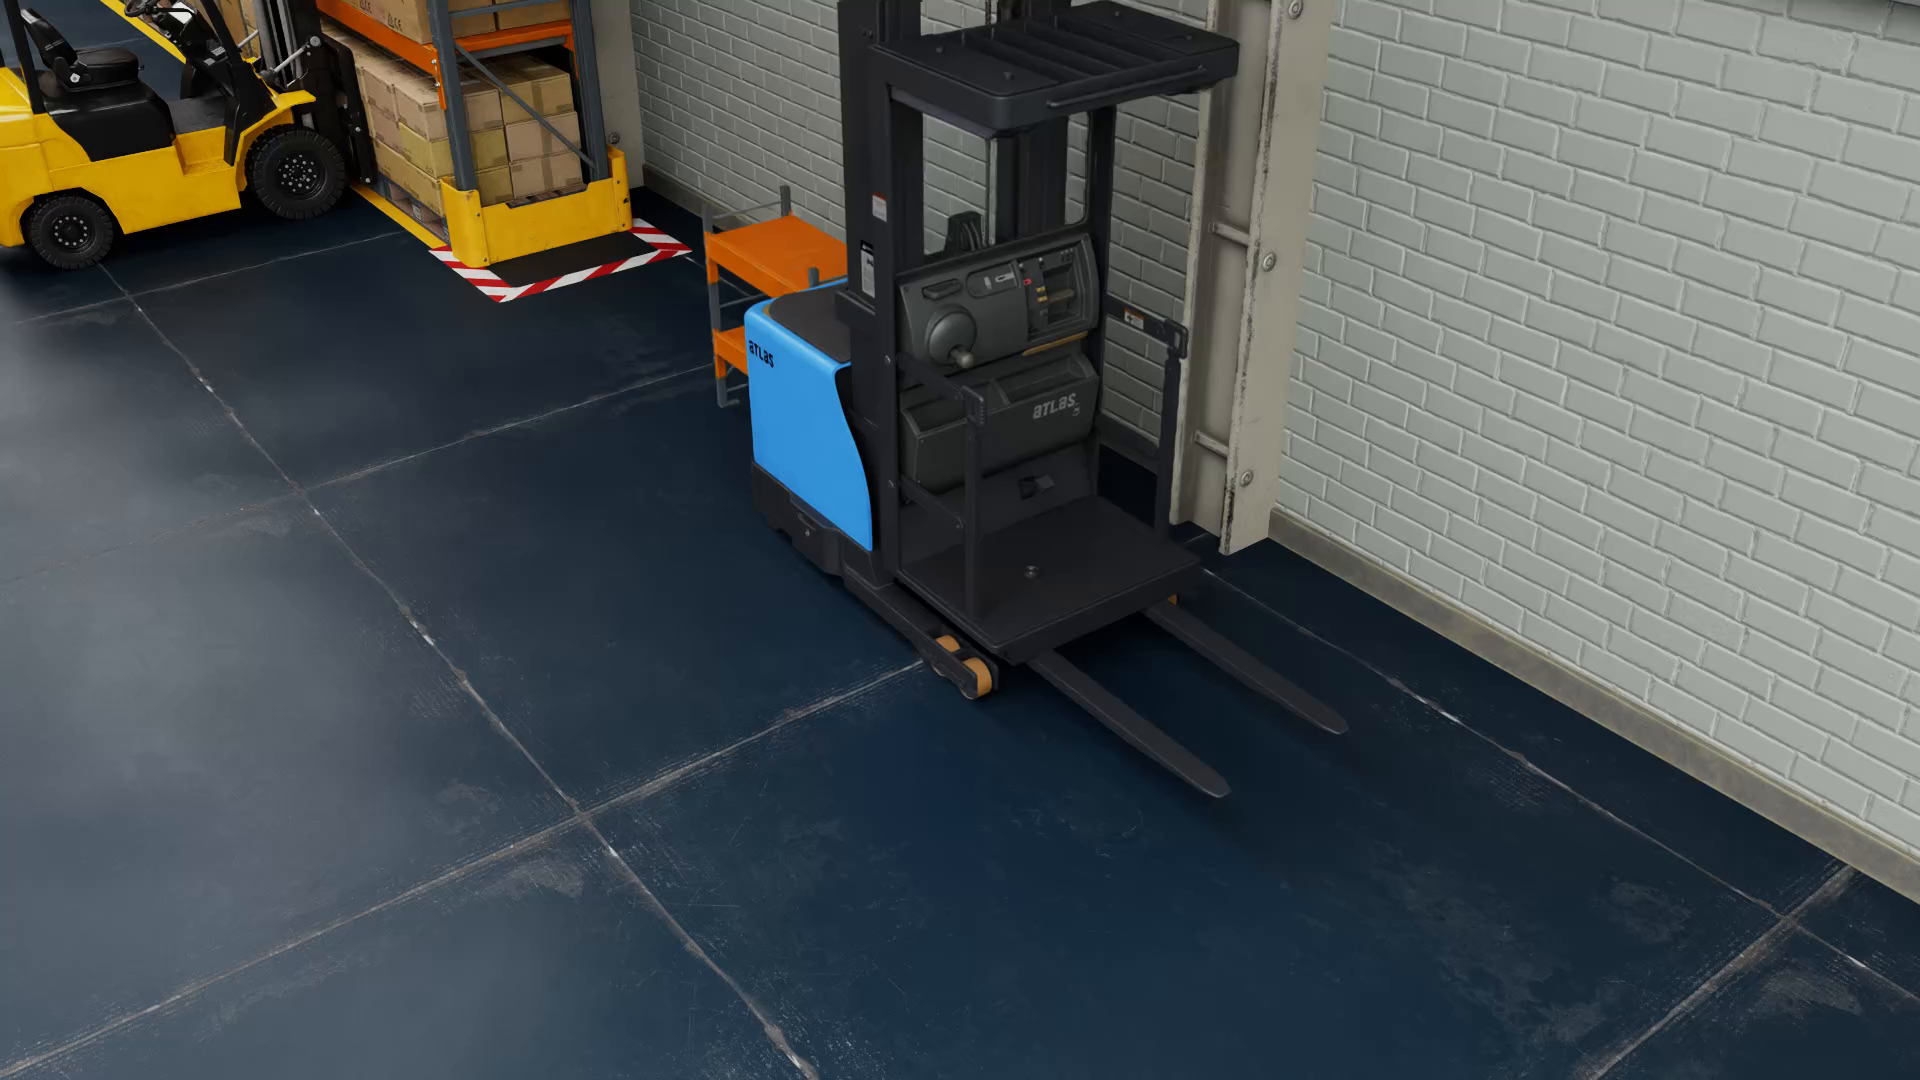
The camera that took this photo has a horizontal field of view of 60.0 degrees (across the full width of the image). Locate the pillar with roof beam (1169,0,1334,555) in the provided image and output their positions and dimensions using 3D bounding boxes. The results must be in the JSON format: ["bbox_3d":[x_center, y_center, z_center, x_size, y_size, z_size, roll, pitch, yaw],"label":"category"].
[{"bbox_3d":[-2.178,-2.489,3.229,9.100,9.000,0.400,-22,38,-31],"label":"pillar with roof beam"}]

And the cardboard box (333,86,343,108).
[{"bbox_3d":[-4.223,-3.207,11.805,0.500,0.250,0.500,-22,38,-32],"label":"cardboard box"}]

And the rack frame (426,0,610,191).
[{"bbox_3d":[-2.742,-3.252,10.144,1.000,3.000,0.127,-22,38,-31],"label":"rack frame"}]

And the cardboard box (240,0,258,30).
[{"bbox_3d":[-5.146,-4.051,12.690,0.500,0.250,0.500,-23,39,-32],"label":"cardboard box"}]

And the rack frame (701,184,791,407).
[{"bbox_3d":[-1.085,-1.271,8.730,0.500,1.125,0.032,-21,38,-30],"label":"rack frame"}]

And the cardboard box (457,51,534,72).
[{"bbox_3d":[-3.196,-3.156,11.249,0.500,0.250,0.500,-22,38,-31],"label":"cardboard box"}]

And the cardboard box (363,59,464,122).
[{"bbox_3d":[-3.588,-2.989,10.981,0.500,0.250,0.500,-22,38,-31],"label":"cardboard box"}]

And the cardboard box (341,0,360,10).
[{"bbox_3d":[-3.876,-3.848,11.007,0.500,0.500,0.500,-23,39,-32],"label":"cardboard box"}]

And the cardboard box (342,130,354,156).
[{"bbox_3d":[-4.213,-2.987,11.925,0.500,0.250,0.500,-21,38,-30],"label":"cardboard box"}]

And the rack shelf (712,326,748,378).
[{"bbox_3d":[-0.786,-0.846,8.510,0.538,0.278,1.000,-21,38,-30],"label":"rack shelf"}]

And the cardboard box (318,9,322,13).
[{"bbox_3d":[-4.840,-3.835,12.342,0.500,0.250,0.500,-22,38,-31],"label":"cardboard box"}]

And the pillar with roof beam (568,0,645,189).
[{"bbox_3d":[-5.857,-4.990,7.255,9.100,9.000,0.400,-22,38,-31],"label":"pillar with roof beam"}]

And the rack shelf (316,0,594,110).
[{"bbox_3d":[-3.968,-3.780,11.675,1.077,0.370,4.000,-22,38,-31],"label":"rack shelf"}]

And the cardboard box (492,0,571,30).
[{"bbox_3d":[-2.826,-3.591,10.594,0.500,0.500,0.500,-21,37,-30],"label":"cardboard box"}]

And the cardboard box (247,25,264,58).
[{"bbox_3d":[-5.142,-3.841,12.825,0.500,0.250,0.500,-22,38,-32],"label":"cardboard box"}]

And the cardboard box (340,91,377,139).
[{"bbox_3d":[-3.919,-2.998,11.468,0.500,0.250,0.500,-23,39,-32],"label":"cardboard box"}]

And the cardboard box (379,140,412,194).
[{"bbox_3d":[-3.577,-2.567,11.248,0.500,0.250,0.500,-22,38,-31],"label":"cardboard box"}]

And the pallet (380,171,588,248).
[{"bbox_3d":[-3.244,-2.373,11.371,1.003,0.211,1.213,-22,38,-31],"label":"pallet"}]

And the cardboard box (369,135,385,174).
[{"bbox_3d":[-3.876,-2.778,11.588,0.500,0.250,0.500,-22,38,-31],"label":"cardboard box"}]

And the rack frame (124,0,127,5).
[{"bbox_3d":[-7.647,-6.586,15.512,1.000,3.000,0.127,-22,38,-31],"label":"rack frame"}]

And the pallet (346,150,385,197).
[{"bbox_3d":[-3.988,-2.881,12.189,1.003,0.211,1.213,-22,38,-31],"label":"pallet"}]

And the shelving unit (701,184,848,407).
[{"bbox_3d":[-0.786,-1.054,8.381,0.538,1.125,1.048,-21,38,-30],"label":"shelving unit"}]

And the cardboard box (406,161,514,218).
[{"bbox_3d":[-3.279,-2.356,10.909,0.500,0.250,0.500,-22,38,-31],"label":"cardboard box"}]

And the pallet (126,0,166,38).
[{"bbox_3d":[-7.173,-5.046,15.675,1.003,0.211,1.213,-22,38,-31],"label":"pallet"}]

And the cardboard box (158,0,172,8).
[{"bbox_3d":[-6.869,-5.222,15.167,0.875,0.625,0.625,-21,37,-30],"label":"cardboard box"}]

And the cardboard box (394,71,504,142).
[{"bbox_3d":[-3.270,-2.778,10.641,0.500,0.250,0.500,-21,37,-30],"label":"cardboard box"}]

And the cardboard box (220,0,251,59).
[{"bbox_3d":[-5.523,-4.303,13.688,0.875,0.625,0.625,-20,37,-29],"label":"cardboard box"}]

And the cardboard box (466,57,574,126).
[{"bbox_3d":[-2.887,-2.949,10.916,0.500,0.250,0.500,-23,39,-32],"label":"cardboard box"}]

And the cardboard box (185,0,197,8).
[{"bbox_3d":[-6.456,-4.941,14.716,0.875,0.625,0.625,-24,39,-33],"label":"cardboard box"}]

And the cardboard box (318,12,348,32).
[{"bbox_3d":[-4.526,-3.631,12.014,0.500,0.250,0.500,-21,37,-30],"label":"cardboard box"}]

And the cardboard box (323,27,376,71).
[{"bbox_3d":[-4.210,-3.410,11.658,0.500,0.250,0.500,-23,39,-32],"label":"cardboard box"}]

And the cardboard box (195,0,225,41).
[{"bbox_3d":[-5.993,-4.629,14.212,0.875,0.625,0.625,-23,38,-32],"label":"cardboard box"}]

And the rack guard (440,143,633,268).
[{"bbox_3d":[-2.727,-2.180,10.787,1.175,0.500,0.348,-22,38,-31],"label":"rack guard"}]

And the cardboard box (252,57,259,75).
[{"bbox_3d":[-5.159,-3.621,12.945,0.500,0.250,0.500,-22,38,-31],"label":"cardboard box"}]

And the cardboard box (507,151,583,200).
[{"bbox_3d":[-2.888,-2.531,11.190,0.500,0.250,0.500,-22,38,-31],"label":"cardboard box"}]

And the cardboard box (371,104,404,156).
[{"bbox_3d":[-3.586,-2.789,11.132,0.500,0.250,0.500,-23,38,-32],"label":"cardboard box"}]

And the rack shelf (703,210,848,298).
[{"bbox_3d":[-0.786,-1.303,8.226,0.538,0.278,1.000,-21,38,-30],"label":"rack shelf"}]

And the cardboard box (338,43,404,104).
[{"bbox_3d":[-3.905,-3.196,11.314,0.500,0.250,0.500,-22,38,-31],"label":"cardboard box"}]

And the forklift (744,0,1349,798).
[{"bbox_3d":[0.294,-0.896,6.415,1.130,2.935,3.031,-21,38,-30],"label":"forklift"}]

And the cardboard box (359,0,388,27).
[{"bbox_3d":[-3.562,-3.634,10.664,0.500,0.500,0.500,-21,38,-30],"label":"cardboard box"}]

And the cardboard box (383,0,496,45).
[{"bbox_3d":[-3.251,-3.415,10.311,0.500,0.500,0.500,-23,39,-32],"label":"cardboard box"}]

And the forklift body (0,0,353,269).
[{"bbox_3d":[-5.345,-3.092,10.690,2.313,2.155,1.214,-22,38,-31],"label":"forklift body"}]

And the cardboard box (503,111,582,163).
[{"bbox_3d":[-2.866,-2.738,11.050,0.500,0.250,0.500,-21,38,-31],"label":"cardboard box"}]

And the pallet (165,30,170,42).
[{"bbox_3d":[-6.429,-4.538,14.857,1.003,0.211,1.213,-22,38,-31],"label":"pallet"}]

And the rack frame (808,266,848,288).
[{"bbox_3d":[-0.487,-0.837,8.032,0.500,1.125,0.032,-21,38,-30],"label":"rack frame"}]

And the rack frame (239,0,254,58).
[{"bbox_3d":[-5.194,-4.919,12.828,1.000,3.000,0.127,-22,38,-31],"label":"rack frame"}]

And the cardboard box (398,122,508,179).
[{"bbox_3d":[-3.287,-2.577,10.790,0.500,0.250,0.500,-23,38,-32],"label":"cardboard box"}]
